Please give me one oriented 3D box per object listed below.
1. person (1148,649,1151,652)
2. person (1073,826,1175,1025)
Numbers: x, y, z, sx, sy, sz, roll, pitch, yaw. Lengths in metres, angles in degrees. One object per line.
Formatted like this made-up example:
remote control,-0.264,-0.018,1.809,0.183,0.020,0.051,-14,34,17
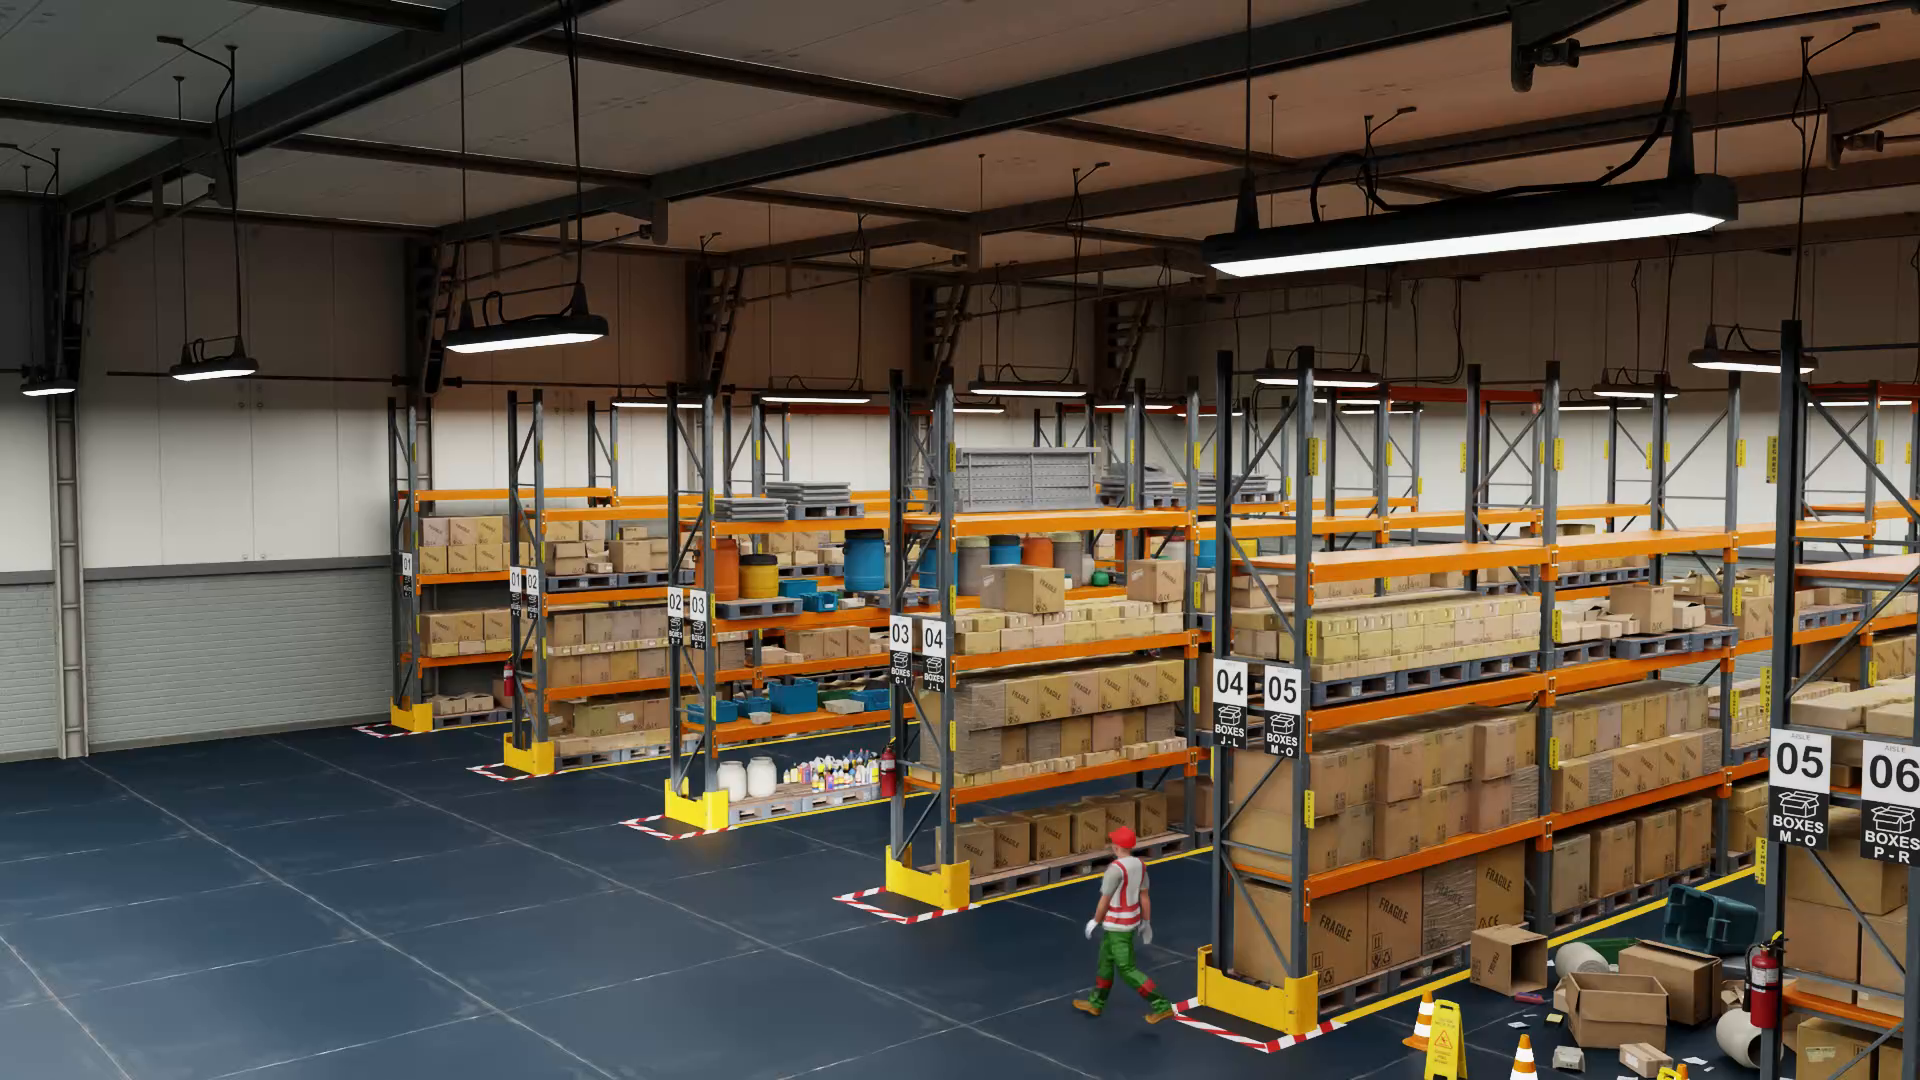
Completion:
person,4.544,1.932,39.869,0.554,1.774,0.523,-2,4,-36
person,1.440,3.422,14.767,1.042,1.761,0.498,2,4,24
